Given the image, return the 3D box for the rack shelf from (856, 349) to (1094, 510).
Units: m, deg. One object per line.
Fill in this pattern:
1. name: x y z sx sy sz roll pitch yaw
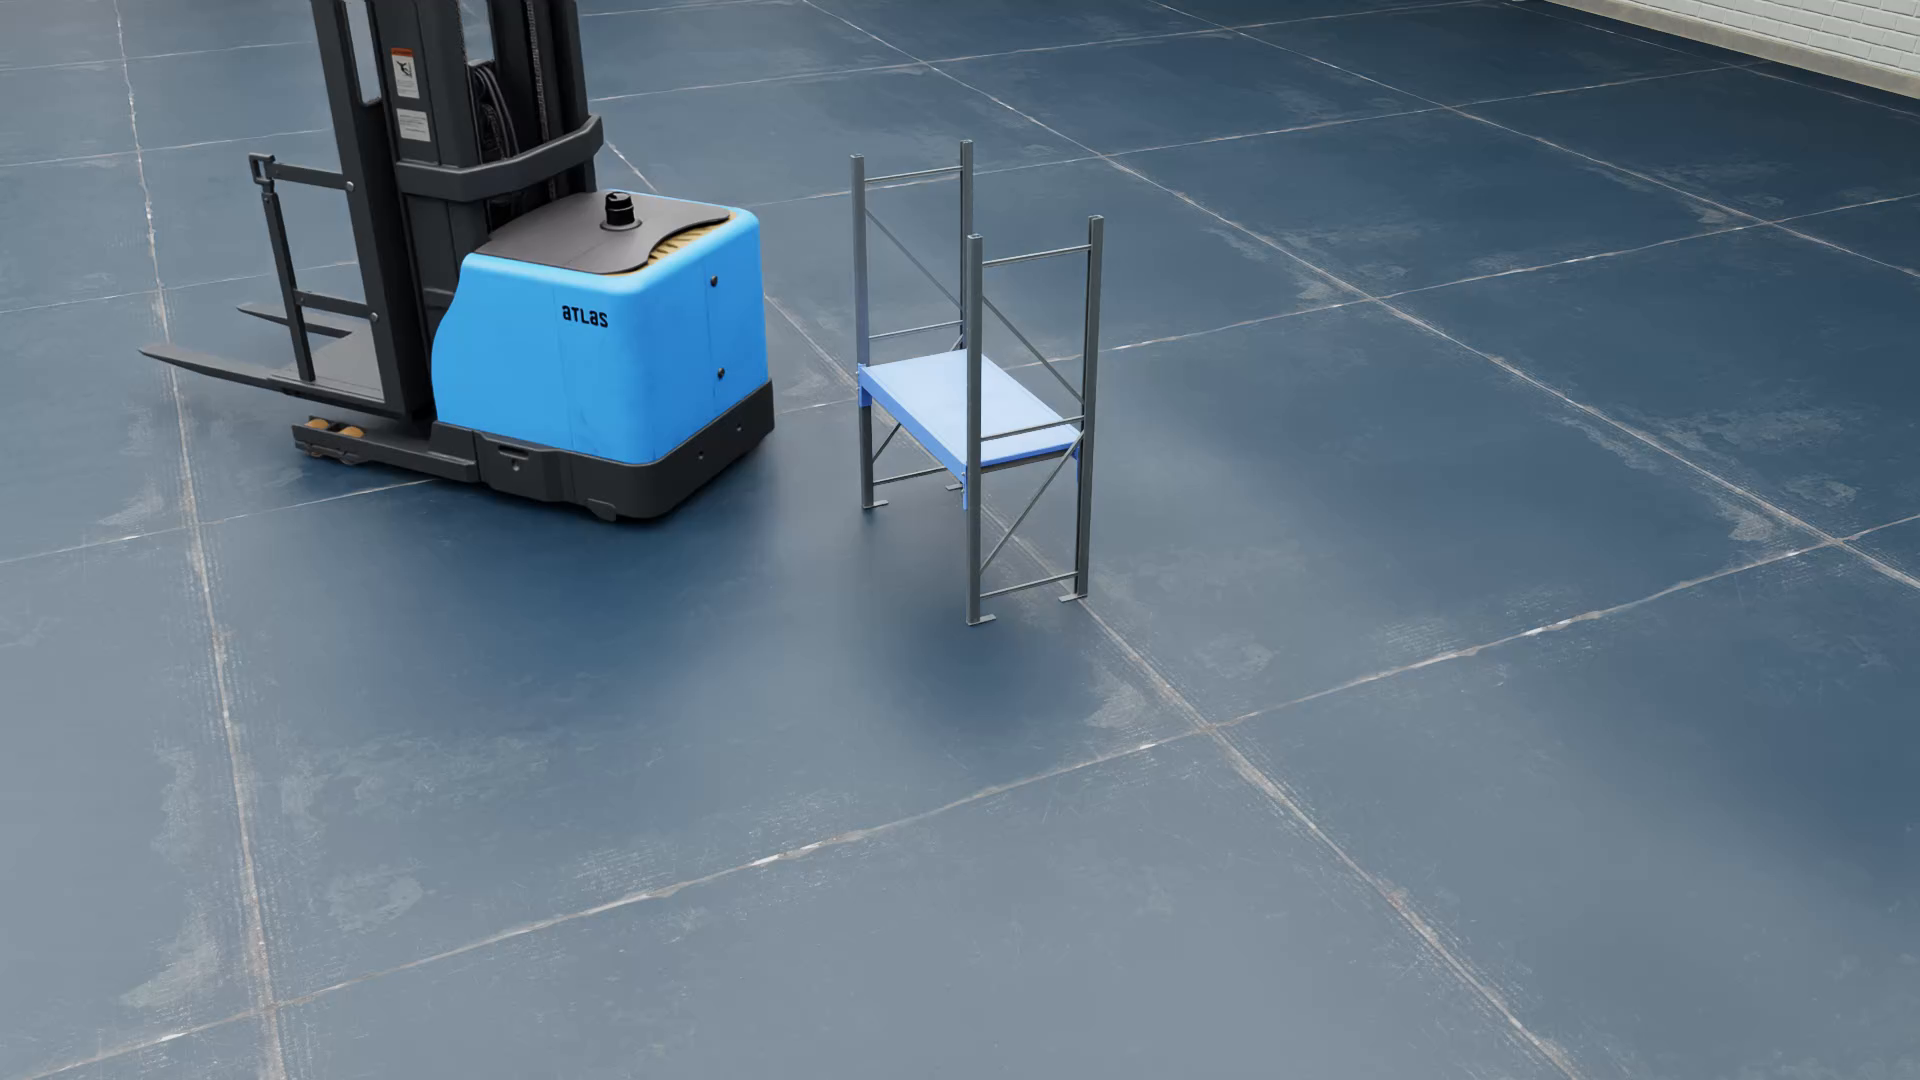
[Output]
1. rack shelf: 0.037 -0.460 6.404 0.538 0.185 1.000 -13 32 -22

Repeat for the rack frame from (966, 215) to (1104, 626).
1. rack frame: 0.255 -0.392 5.916 0.500 1.500 0.032 -13 32 -22

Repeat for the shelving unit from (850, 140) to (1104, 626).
1. shelving unit: 0.037 -0.616 6.316 0.538 1.500 1.048 -13 32 -22

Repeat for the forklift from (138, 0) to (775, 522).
1. forklift: -2.397 -1.828 7.013 3.031 2.935 1.130 13 32 21

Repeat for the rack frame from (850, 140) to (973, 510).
1. rack frame: -0.182 -0.841 6.716 0.500 1.500 0.032 -13 32 -22
